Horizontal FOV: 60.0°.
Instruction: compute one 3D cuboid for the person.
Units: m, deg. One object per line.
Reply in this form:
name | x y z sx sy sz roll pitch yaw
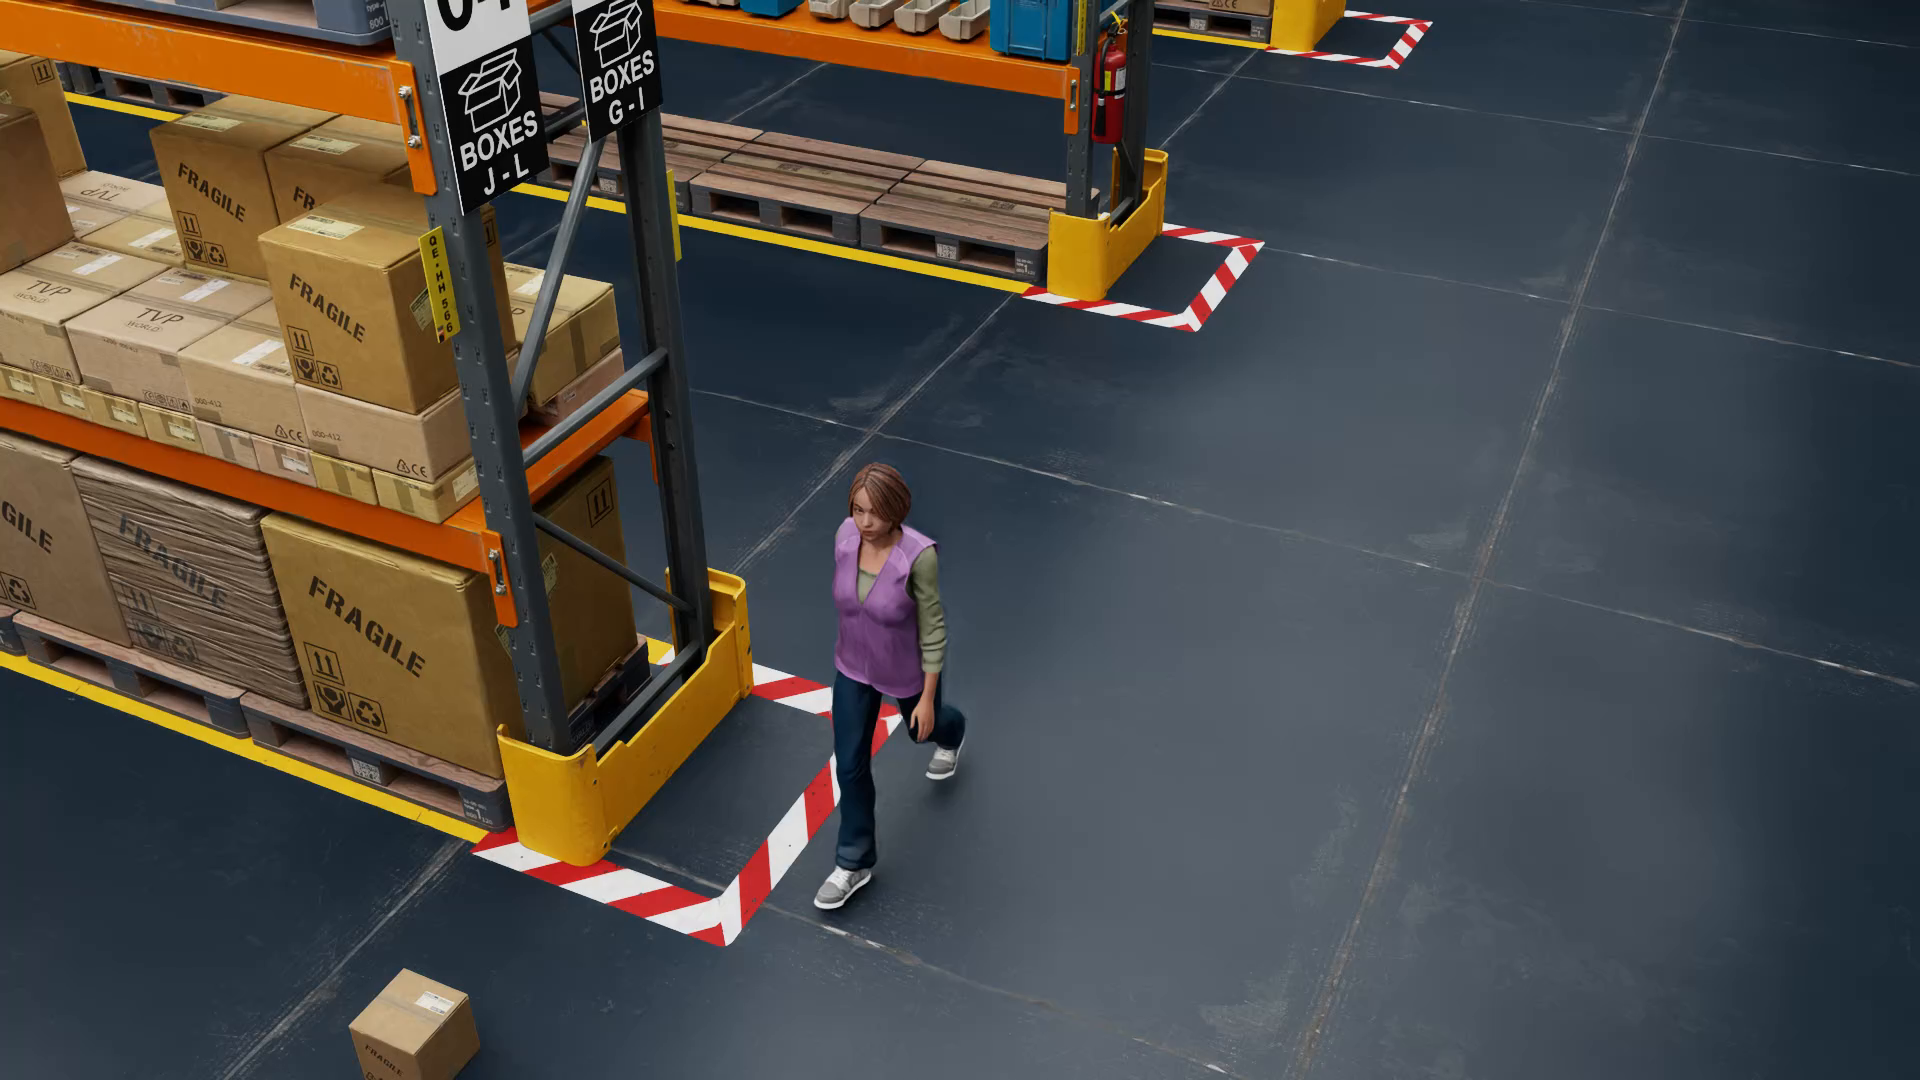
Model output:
person | -0.225 0.408 5.549 0.442 1.547 0.955 13 36 18
